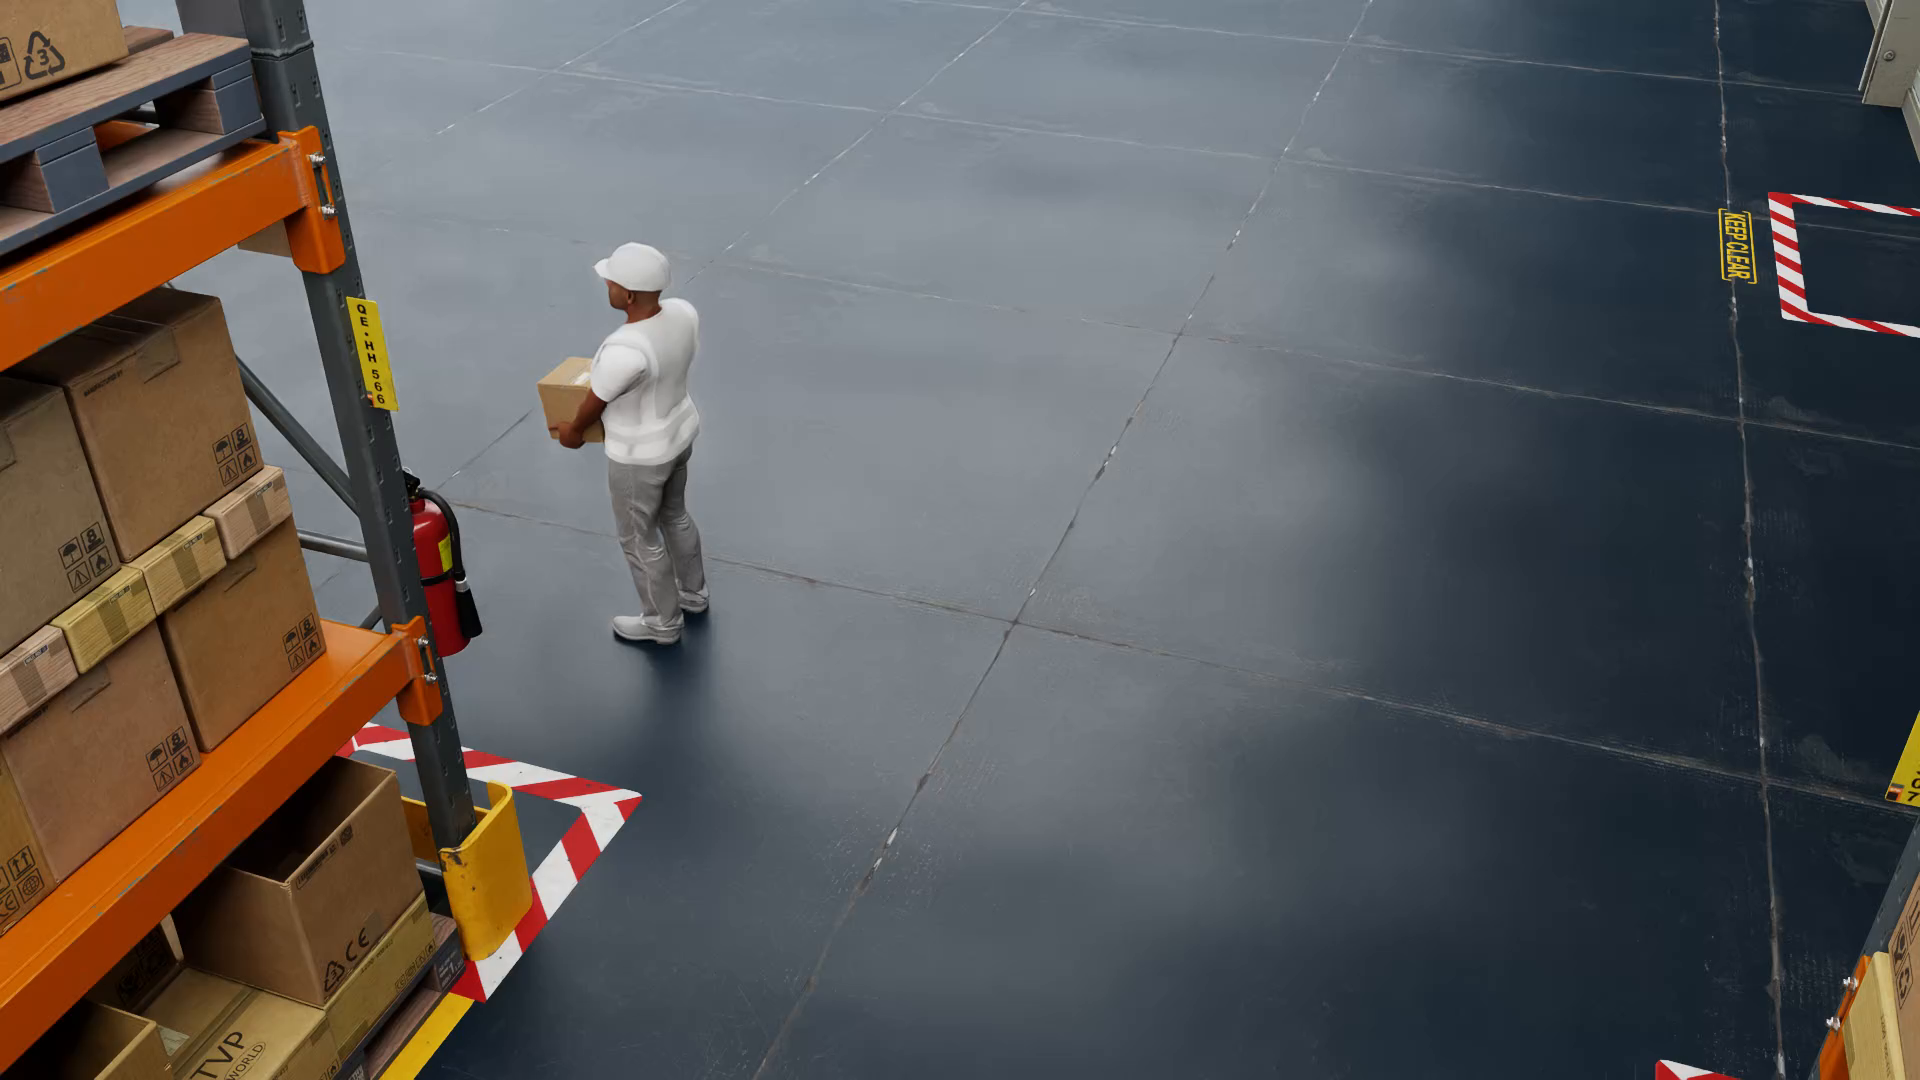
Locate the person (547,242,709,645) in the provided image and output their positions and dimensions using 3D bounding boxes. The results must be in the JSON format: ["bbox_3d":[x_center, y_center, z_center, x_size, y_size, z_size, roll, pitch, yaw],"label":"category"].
[{"bbox_3d":[-1.349,-0.399,6.736,0.582,1.760,0.504,12,35,17],"label":"person"}]
